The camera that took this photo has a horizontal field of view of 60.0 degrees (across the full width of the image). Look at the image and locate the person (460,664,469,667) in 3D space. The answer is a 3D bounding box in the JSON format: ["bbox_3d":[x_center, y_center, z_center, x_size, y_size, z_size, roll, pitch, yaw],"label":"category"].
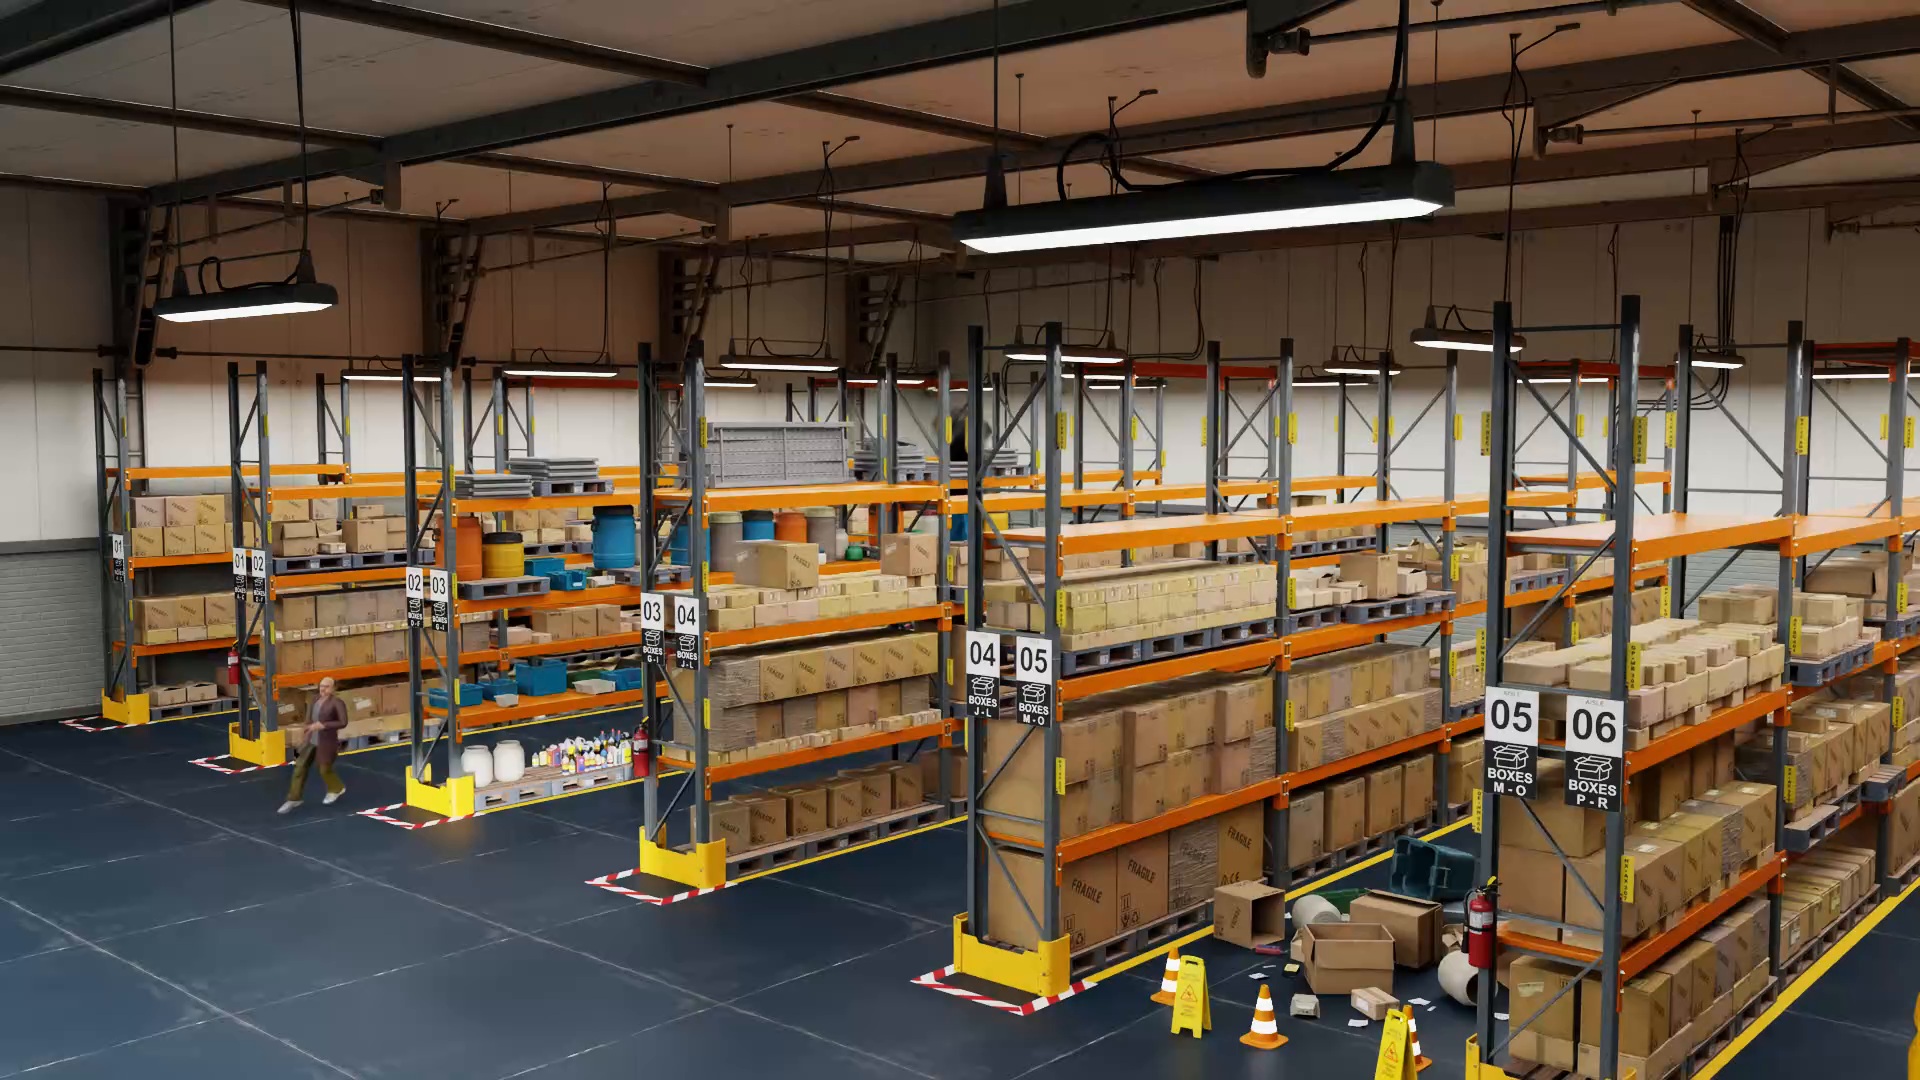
[{"bbox_3d":[-8.866,2.256,29.576,0.518,1.464,0.526,3,5,35],"label":"person"}]

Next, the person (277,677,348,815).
[{"bbox_3d":[-8.371,2.664,21.840,0.738,1.743,1.026,2,4,20],"label":"person"}]
